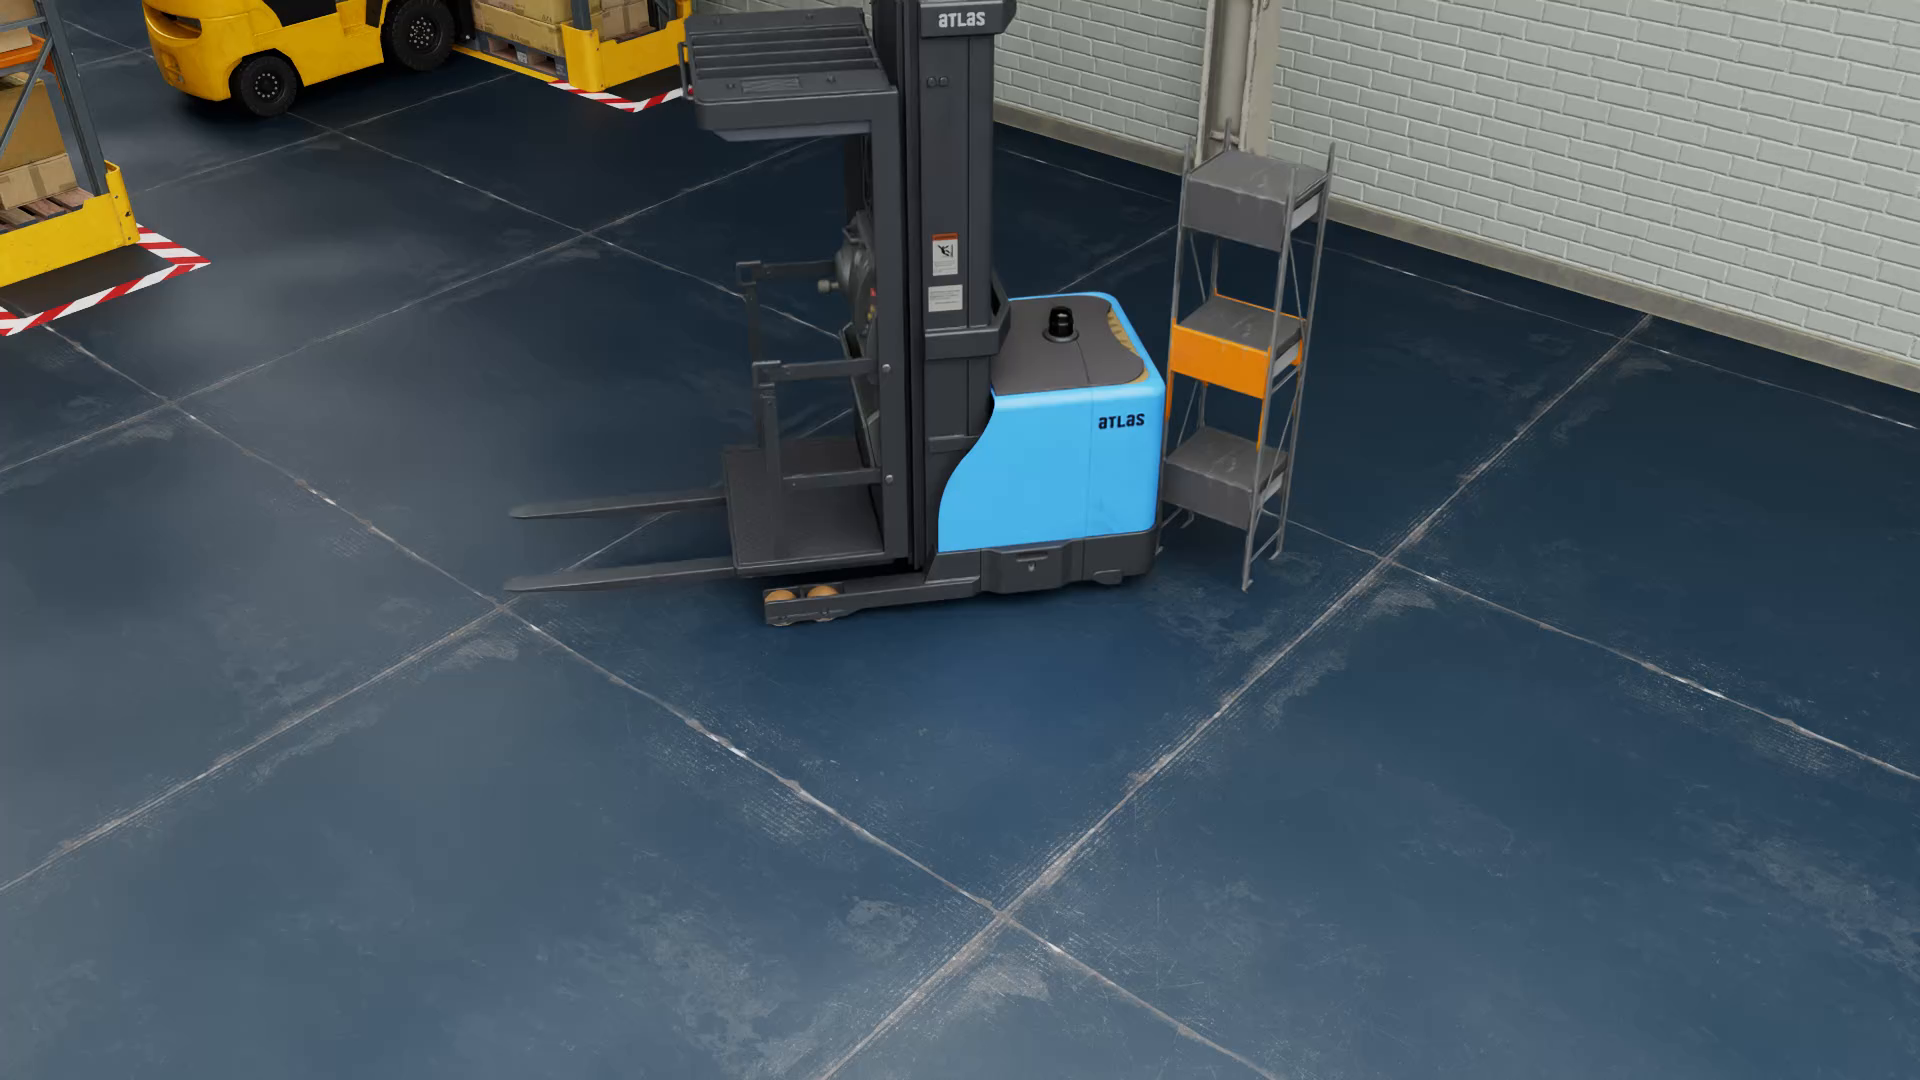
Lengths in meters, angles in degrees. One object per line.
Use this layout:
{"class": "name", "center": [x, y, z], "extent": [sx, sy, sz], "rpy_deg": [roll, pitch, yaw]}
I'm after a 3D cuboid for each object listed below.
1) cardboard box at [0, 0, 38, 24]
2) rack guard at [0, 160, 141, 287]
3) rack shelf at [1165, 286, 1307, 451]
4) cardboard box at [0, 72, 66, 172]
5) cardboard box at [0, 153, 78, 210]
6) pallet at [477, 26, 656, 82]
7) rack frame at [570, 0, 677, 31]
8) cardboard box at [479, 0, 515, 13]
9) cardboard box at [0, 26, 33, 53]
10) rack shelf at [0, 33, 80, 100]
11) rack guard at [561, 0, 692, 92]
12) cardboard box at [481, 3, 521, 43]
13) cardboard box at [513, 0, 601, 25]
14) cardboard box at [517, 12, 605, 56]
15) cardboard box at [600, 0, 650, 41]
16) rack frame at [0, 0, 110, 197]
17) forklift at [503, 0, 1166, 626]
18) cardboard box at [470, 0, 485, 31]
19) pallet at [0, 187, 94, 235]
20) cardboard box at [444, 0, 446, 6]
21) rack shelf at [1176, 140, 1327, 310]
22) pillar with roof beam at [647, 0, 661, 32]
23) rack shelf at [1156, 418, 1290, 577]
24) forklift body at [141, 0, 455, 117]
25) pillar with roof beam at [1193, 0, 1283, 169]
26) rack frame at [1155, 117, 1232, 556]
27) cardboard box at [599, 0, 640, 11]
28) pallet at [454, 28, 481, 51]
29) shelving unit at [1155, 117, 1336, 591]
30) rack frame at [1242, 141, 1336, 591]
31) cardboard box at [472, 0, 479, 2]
{"class": "cardboard box", "center": [-6.124, -3.494, 10.337], "extent": [0.500, 0.500, 0.500], "rpy_deg": [25, 41, 31]}
{"class": "rack guard", "center": [-5.996, -2.035, 10.772], "extent": [0.348, 0.500, 1.175], "rpy_deg": [25, 42, 32]}
{"class": "rack shelf", "center": [1.259, -0.786, 7.563], "extent": [0.480, 0.518, 0.431], "rpy_deg": [22, 40, 28]}
{"class": "cardboard box", "center": [-6.400, -2.808, 11.084], "extent": [0.500, 0.500, 0.500], "rpy_deg": [24, 41, 30]}
{"class": "cardboard box", "center": [-6.381, -2.490, 11.285], "extent": [0.500, 0.250, 0.500], "rpy_deg": [25, 42, 31]}
{"class": "pallet", "center": [-3.379, -4.308, 14.337], "extent": [1.213, 0.211, 1.003], "rpy_deg": [25, 42, 32]}
{"class": "rack frame", "center": [-2.765, -5.199, 13.171], "extent": [0.127, 3.000, 1.000], "rpy_deg": [25, 42, 32]}
{"class": "cardboard box", "center": [-3.718, -4.672, 14.019], "extent": [0.500, 0.250, 0.500], "rpy_deg": [25, 42, 31]}
{"class": "cardboard box", "center": [-6.067, -3.148, 10.406], "extent": [0.250, 0.149, 0.380], "rpy_deg": [25, 42, 32]}
{"class": "rack shelf", "center": [-7.475, -3.466, 11.283], "extent": [4.000, 0.370, 1.077], "rpy_deg": [25, 42, 32]}
{"class": "rack guard", "center": [-2.746, -4.160, 13.866], "extent": [0.348, 0.500, 1.175], "rpy_deg": [25, 42, 32]}
{"class": "cardboard box", "center": [-3.704, -4.456, 14.146], "extent": [0.500, 0.250, 0.500], "rpy_deg": [25, 42, 32]}
{"class": "cardboard box", "center": [-3.339, -4.485, 13.748], "extent": [0.500, 0.250, 0.500], "rpy_deg": [25, 41, 31]}
{"class": "cardboard box", "center": [-3.328, -4.272, 13.878], "extent": [0.500, 0.250, 0.500], "rpy_deg": [26, 42, 32]}
{"class": "cardboard box", "center": [-3.017, -4.502, 14.213], "extent": [0.500, 0.250, 0.500], "rpy_deg": [25, 42, 32]}
{"class": "rack frame", "center": [-5.938, -3.038, 10.024], "extent": [0.127, 3.000, 1.000], "rpy_deg": [25, 42, 32]}
{"class": "forklift", "center": [-0.635, -1.135, 7.313], "extent": [3.031, 2.935, 1.130], "rpy_deg": [-6, 35, -8]}
{"class": "cardboard box", "center": [-4.083, -4.641, 14.416], "extent": [0.500, 0.250, 0.500], "rpy_deg": [26, 42, 32]}
{"class": "pallet", "center": [-6.598, -2.226, 11.305], "extent": [1.213, 0.211, 1.003], "rpy_deg": [25, 42, 32]}
{"class": "cardboard box", "center": [-4.496, -4.819, 14.676], "extent": [0.500, 0.250, 0.500], "rpy_deg": [27, 43, 33]}
{"class": "rack shelf", "center": [1.259, -1.363, 7.167], "extent": [0.480, 0.518, 0.431], "rpy_deg": [22, 40, 28]}
{"class": "pillar with roof beam", "center": [-5.478, -6.443, 9.684], "extent": [0.400, 9.000, 9.100], "rpy_deg": [25, 42, 32]}
{"class": "rack shelf", "center": [1.259, -0.209, 7.959], "extent": [0.480, 0.518, 0.431], "rpy_deg": [22, 40, 28]}
{"class": "forklift body", "center": [-5.389, -4.742, 13.256], "extent": [1.214, 2.155, 2.313], "rpy_deg": [25, 42, 32]}
{"class": "pillar with roof beam", "center": [-0.867, -4.270, 6.519], "extent": [0.400, 9.000, 9.100], "rpy_deg": [25, 42, 32]}
{"class": "rack frame", "center": [1.060, -0.876, 7.671], "extent": [0.015, 2.100, 0.400], "rpy_deg": [22, 40, 28]}
{"class": "cardboard box", "center": [-2.993, -4.706, 14.068], "extent": [0.500, 0.250, 0.500], "rpy_deg": [26, 42, 33]}
{"class": "pallet", "center": [-4.313, -4.751, 14.981], "extent": [1.213, 0.211, 1.003], "rpy_deg": [25, 42, 32]}
{"class": "shelving unit", "center": [1.259, -0.797, 7.555], "extent": [0.503, 2.100, 0.431], "rpy_deg": [22, 40, 28]}
{"class": "rack frame", "center": [1.459, -0.717, 7.440], "extent": [0.015, 2.100, 0.400], "rpy_deg": [22, 40, 28]}
{"class": "cardboard box", "center": [-4.128, -4.849, 14.278], "extent": [0.500, 0.250, 0.500], "rpy_deg": [24, 41, 31]}
